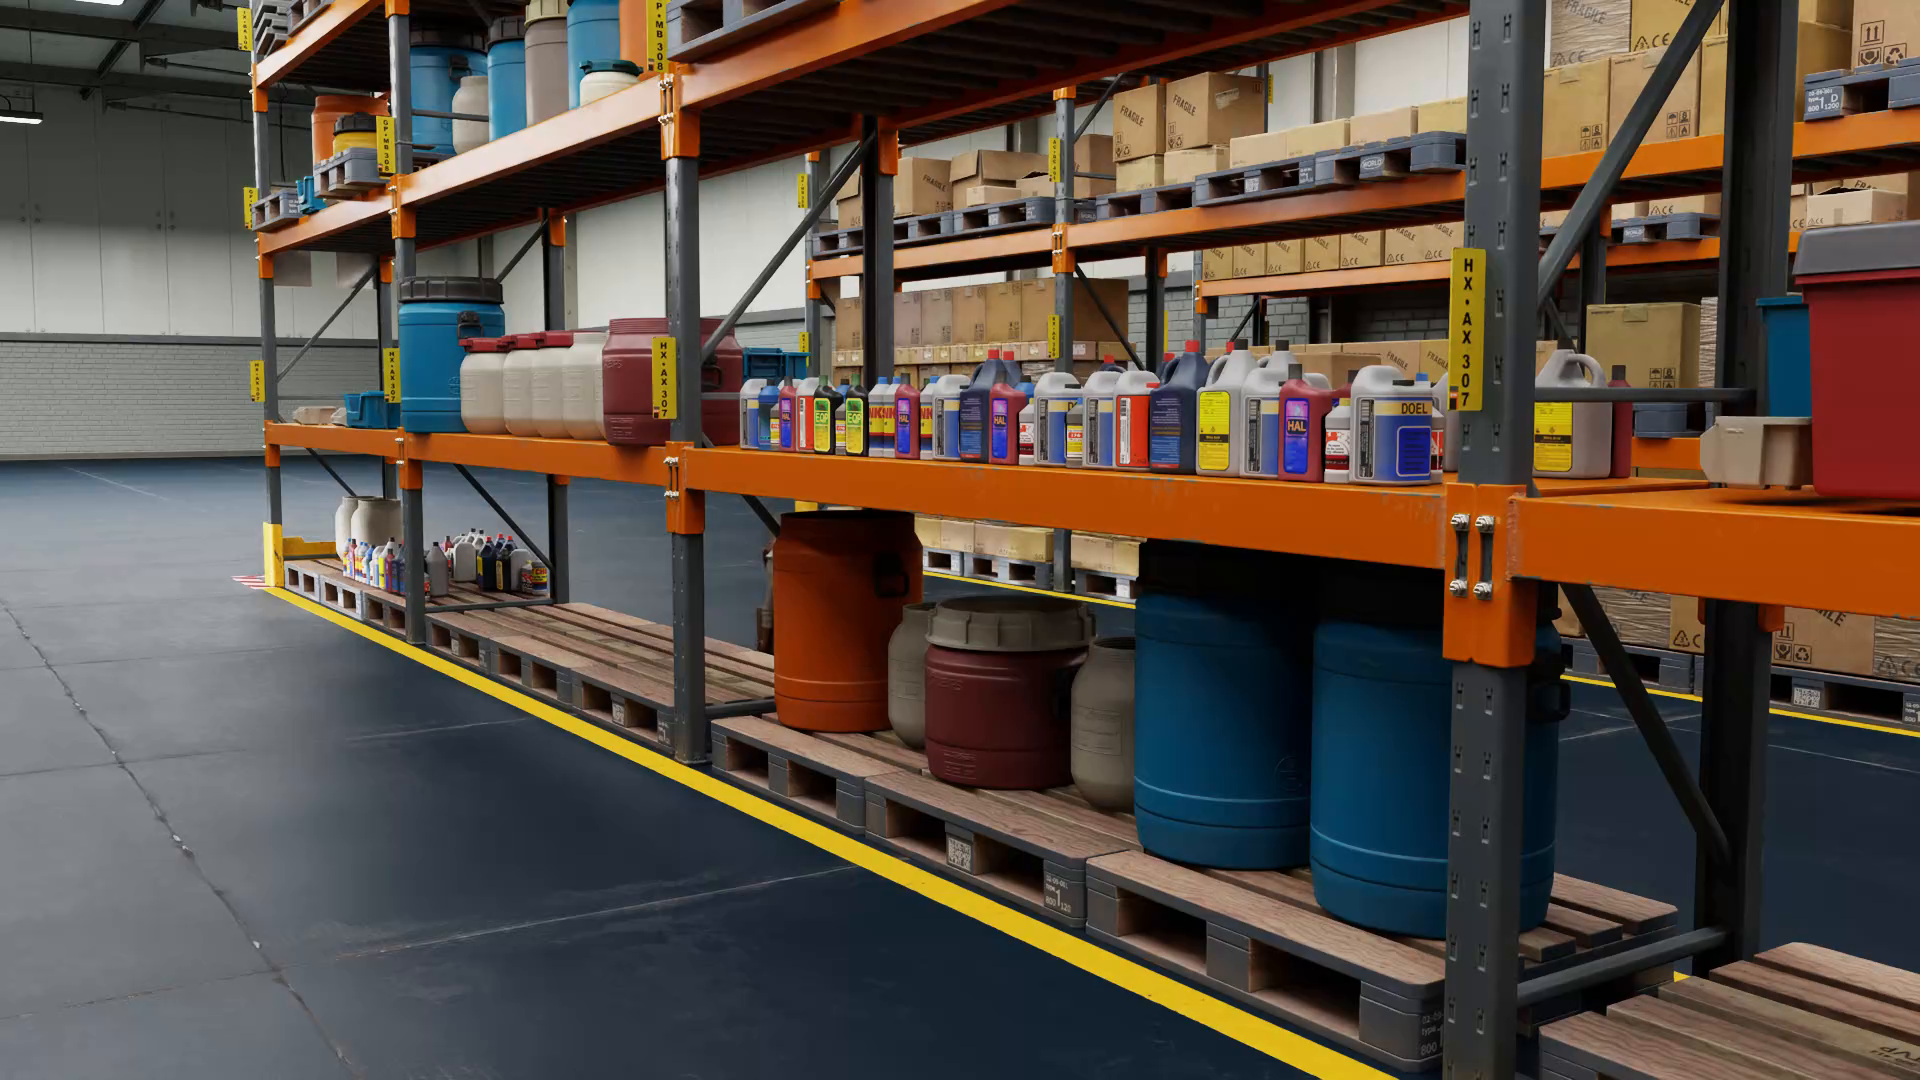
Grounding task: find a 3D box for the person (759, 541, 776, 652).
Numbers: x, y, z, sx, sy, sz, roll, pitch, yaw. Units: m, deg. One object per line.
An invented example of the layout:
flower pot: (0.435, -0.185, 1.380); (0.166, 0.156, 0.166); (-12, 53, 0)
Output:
person: (-0.891, 0.315, 9.664); (0.426, 0.779, 0.871); (-4, 6, -36)
